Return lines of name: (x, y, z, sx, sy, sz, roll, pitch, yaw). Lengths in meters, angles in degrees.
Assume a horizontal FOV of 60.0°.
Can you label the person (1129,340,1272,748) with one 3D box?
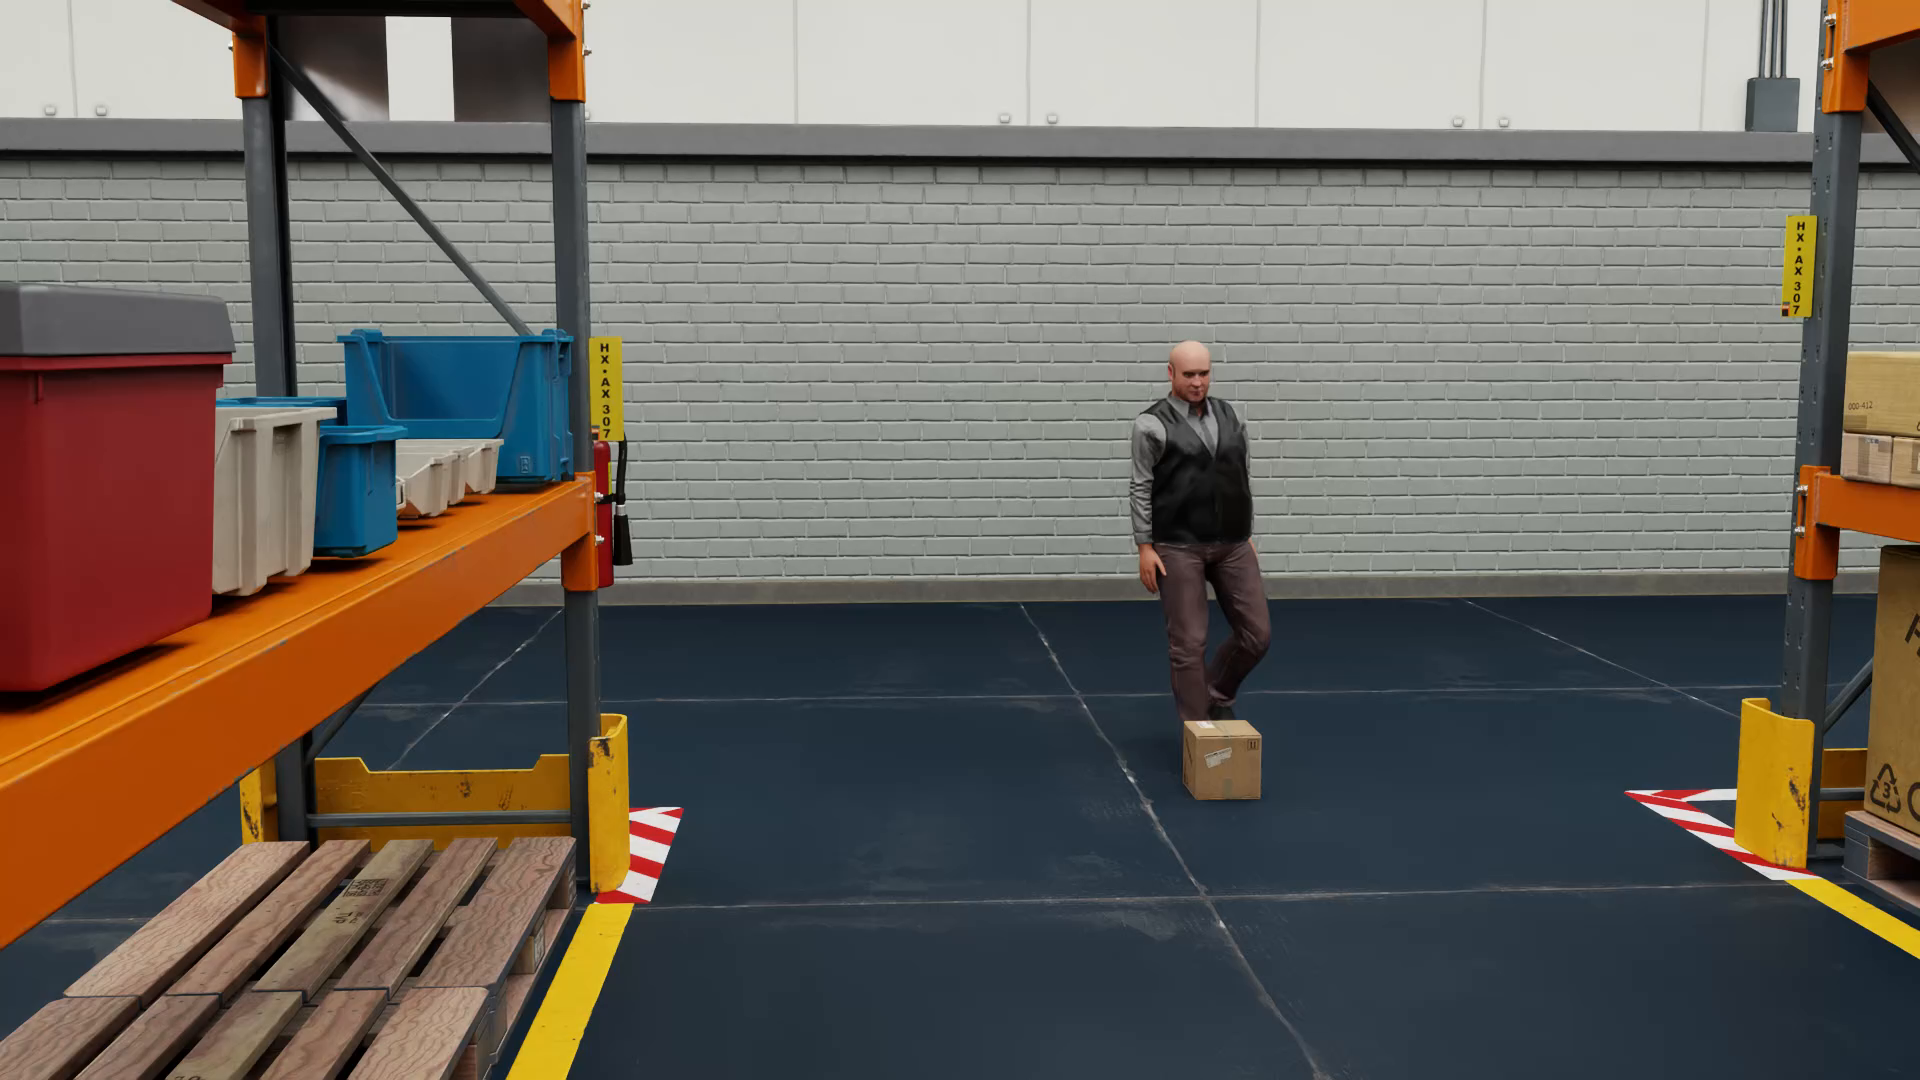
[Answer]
person: (0.992, 0.050, 6.774, 0.565, 1.717, 0.547, -2, 7, -18)
